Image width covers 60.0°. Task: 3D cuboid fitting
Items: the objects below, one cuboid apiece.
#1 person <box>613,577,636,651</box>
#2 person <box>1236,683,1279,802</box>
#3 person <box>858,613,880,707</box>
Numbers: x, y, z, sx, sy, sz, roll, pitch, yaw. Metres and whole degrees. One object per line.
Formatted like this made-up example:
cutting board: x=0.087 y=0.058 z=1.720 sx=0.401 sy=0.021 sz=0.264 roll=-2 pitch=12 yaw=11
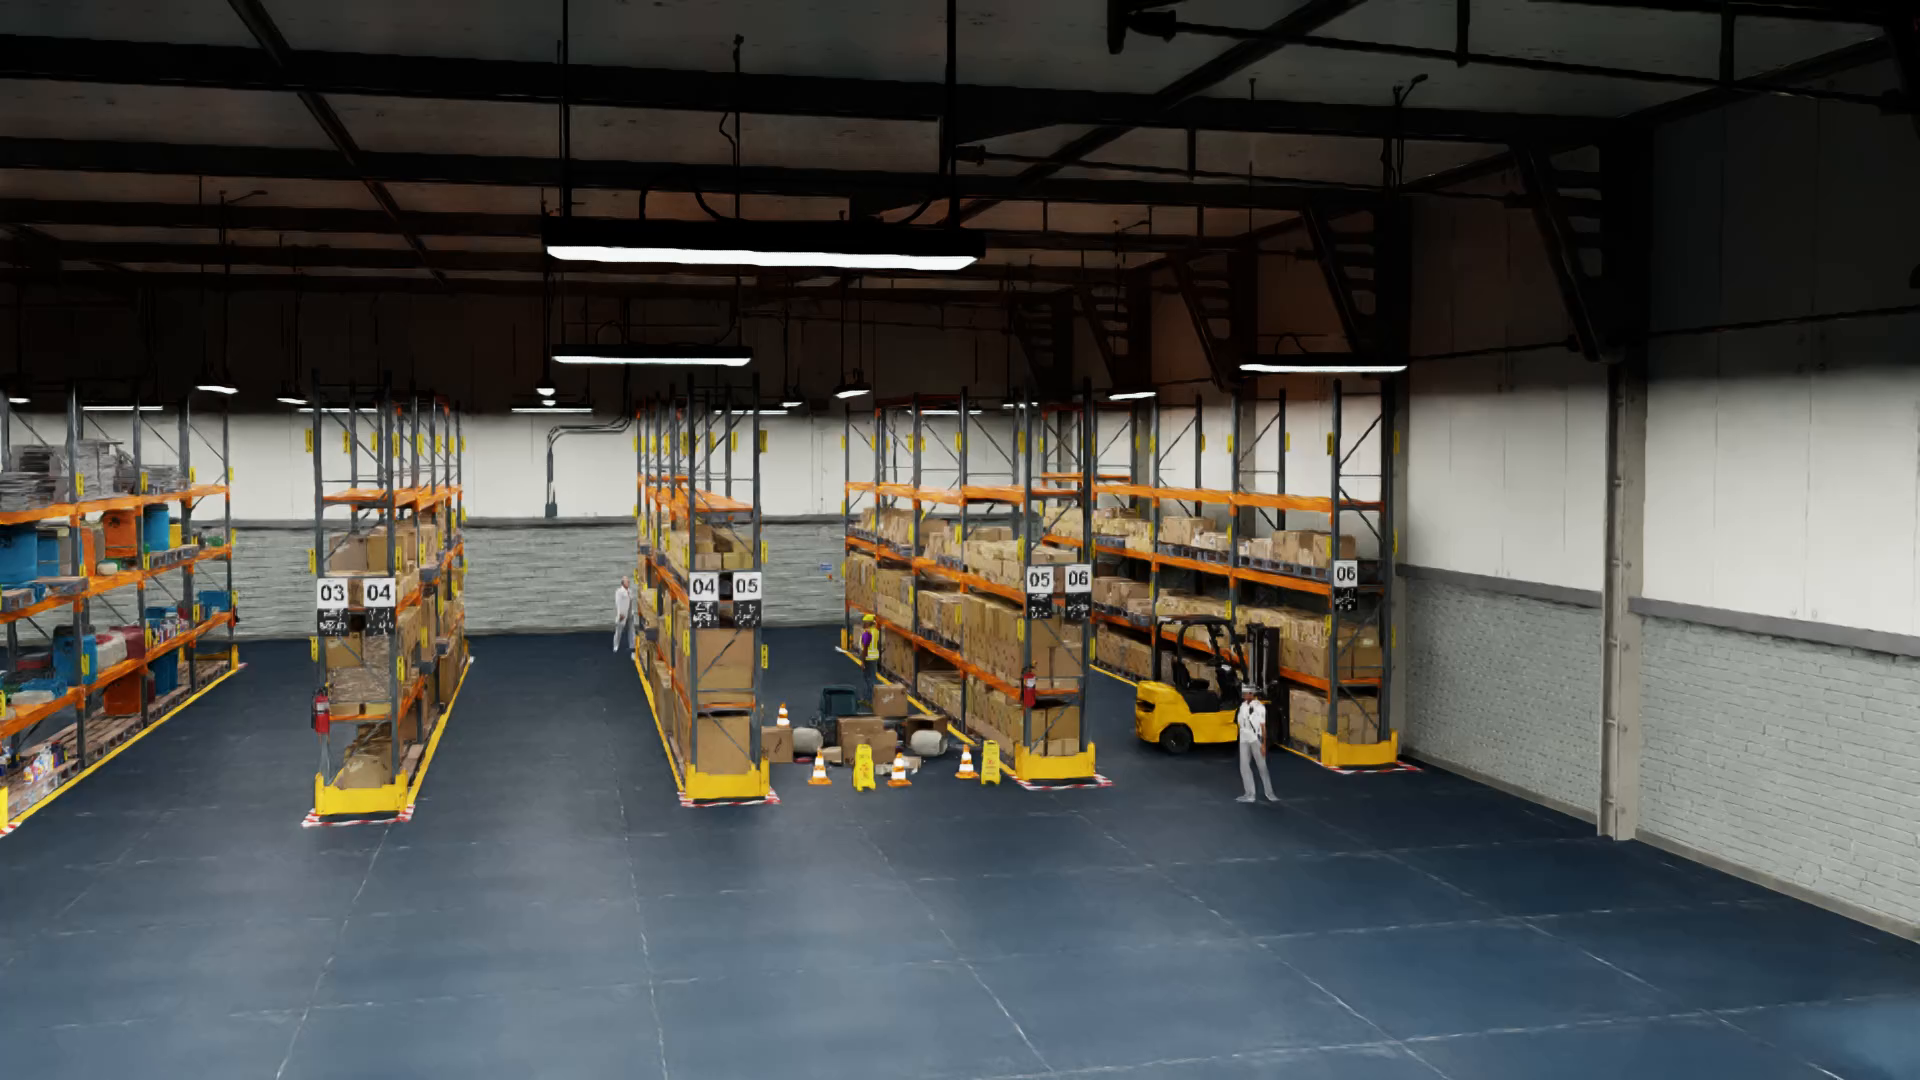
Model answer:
person: x=-8.084 y=1.782 z=40.238 sx=0.576 sy=1.764 sz=0.775 roll=1 pitch=4 yaw=23
person: x=4.162 y=2.831 z=23.336 sx=0.514 sy=1.665 sz=0.567 roll=-3 pitch=4 yaw=-38
person: x=-1.761 y=2.276 z=31.717 sx=0.585 sy=1.763 sz=0.682 roll=1 pitch=3 yaw=10
